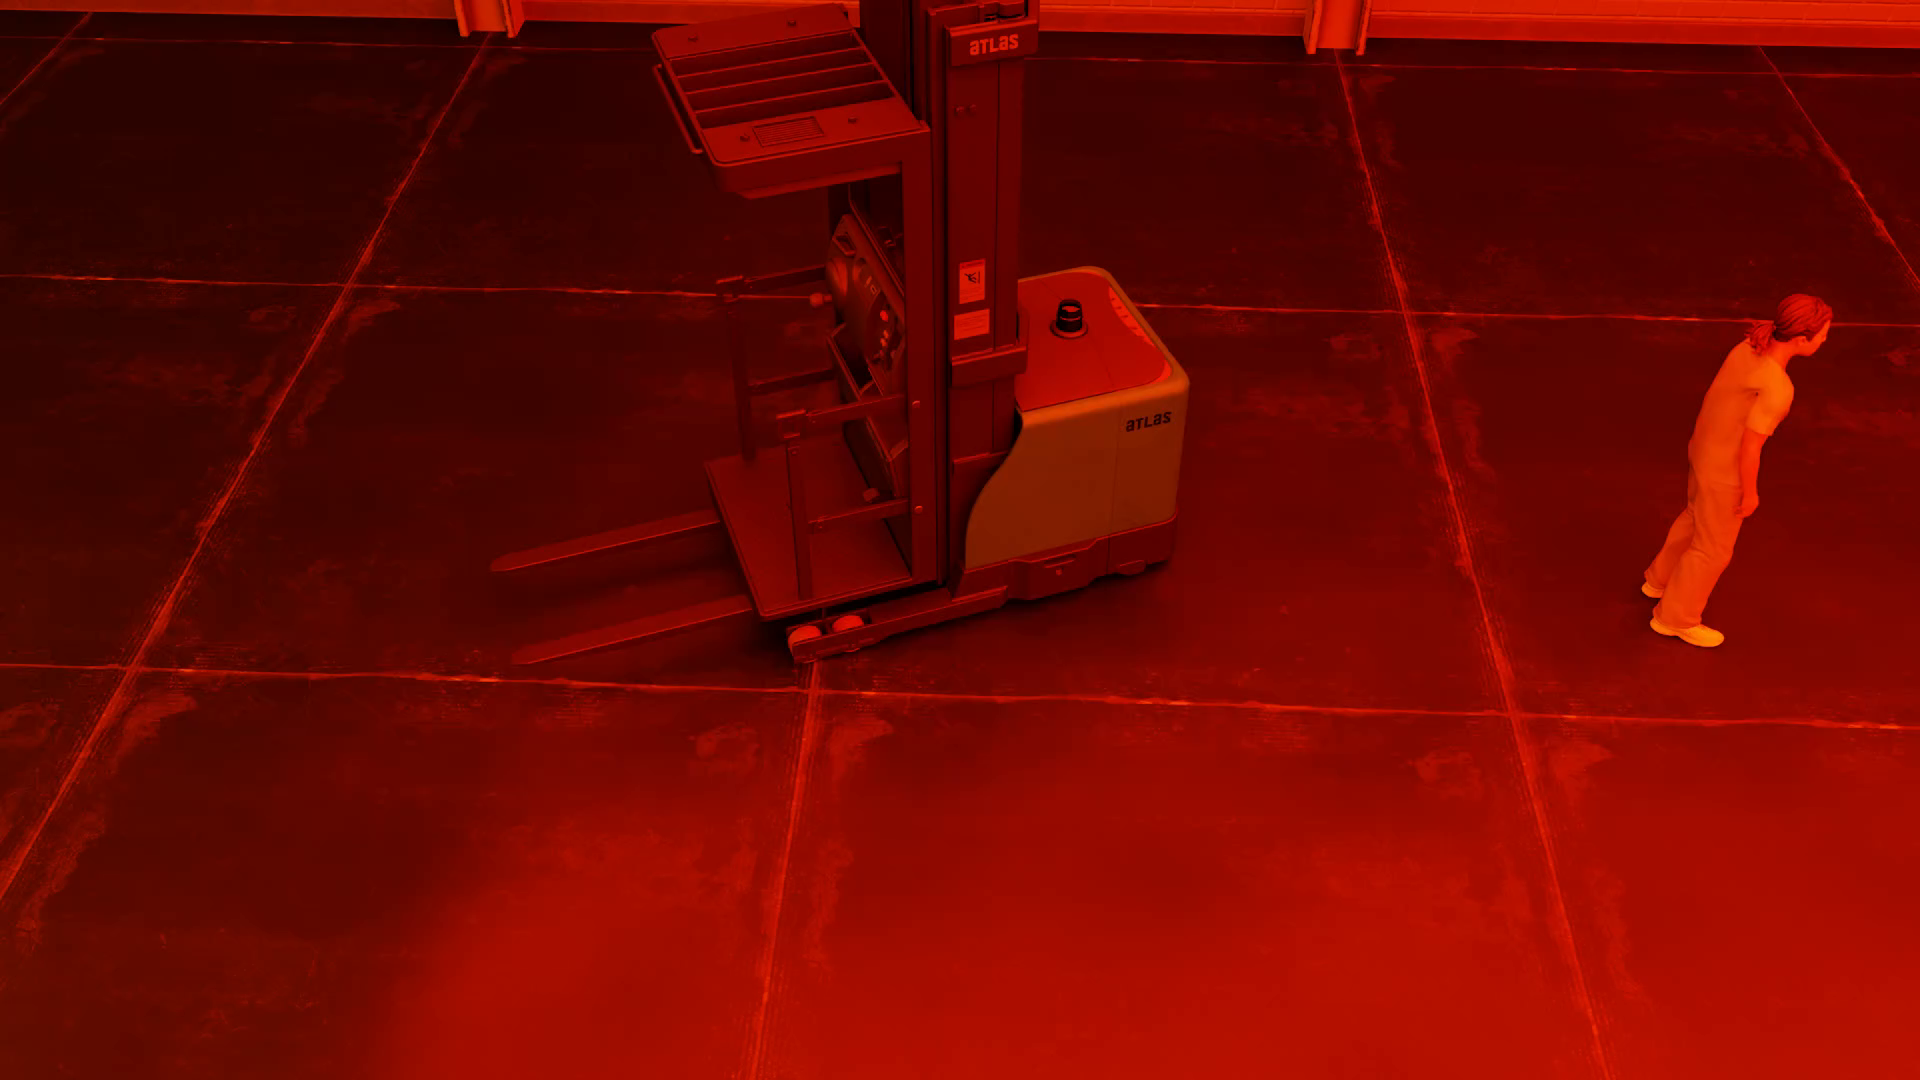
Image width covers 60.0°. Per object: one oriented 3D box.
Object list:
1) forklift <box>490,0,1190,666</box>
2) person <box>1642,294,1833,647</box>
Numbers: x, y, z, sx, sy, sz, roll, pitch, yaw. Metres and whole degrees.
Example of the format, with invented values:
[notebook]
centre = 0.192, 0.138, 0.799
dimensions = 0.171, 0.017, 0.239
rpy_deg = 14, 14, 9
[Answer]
[forklift]
centre = -0.573, -0.945, 6.778
dimensions = 3.031, 2.935, 1.130
rpy_deg = -13, 44, -14
[person]
centre = 3.252, -0.313, 7.019
dimensions = 0.353, 1.673, 0.504
rpy_deg = 6, 43, 6
